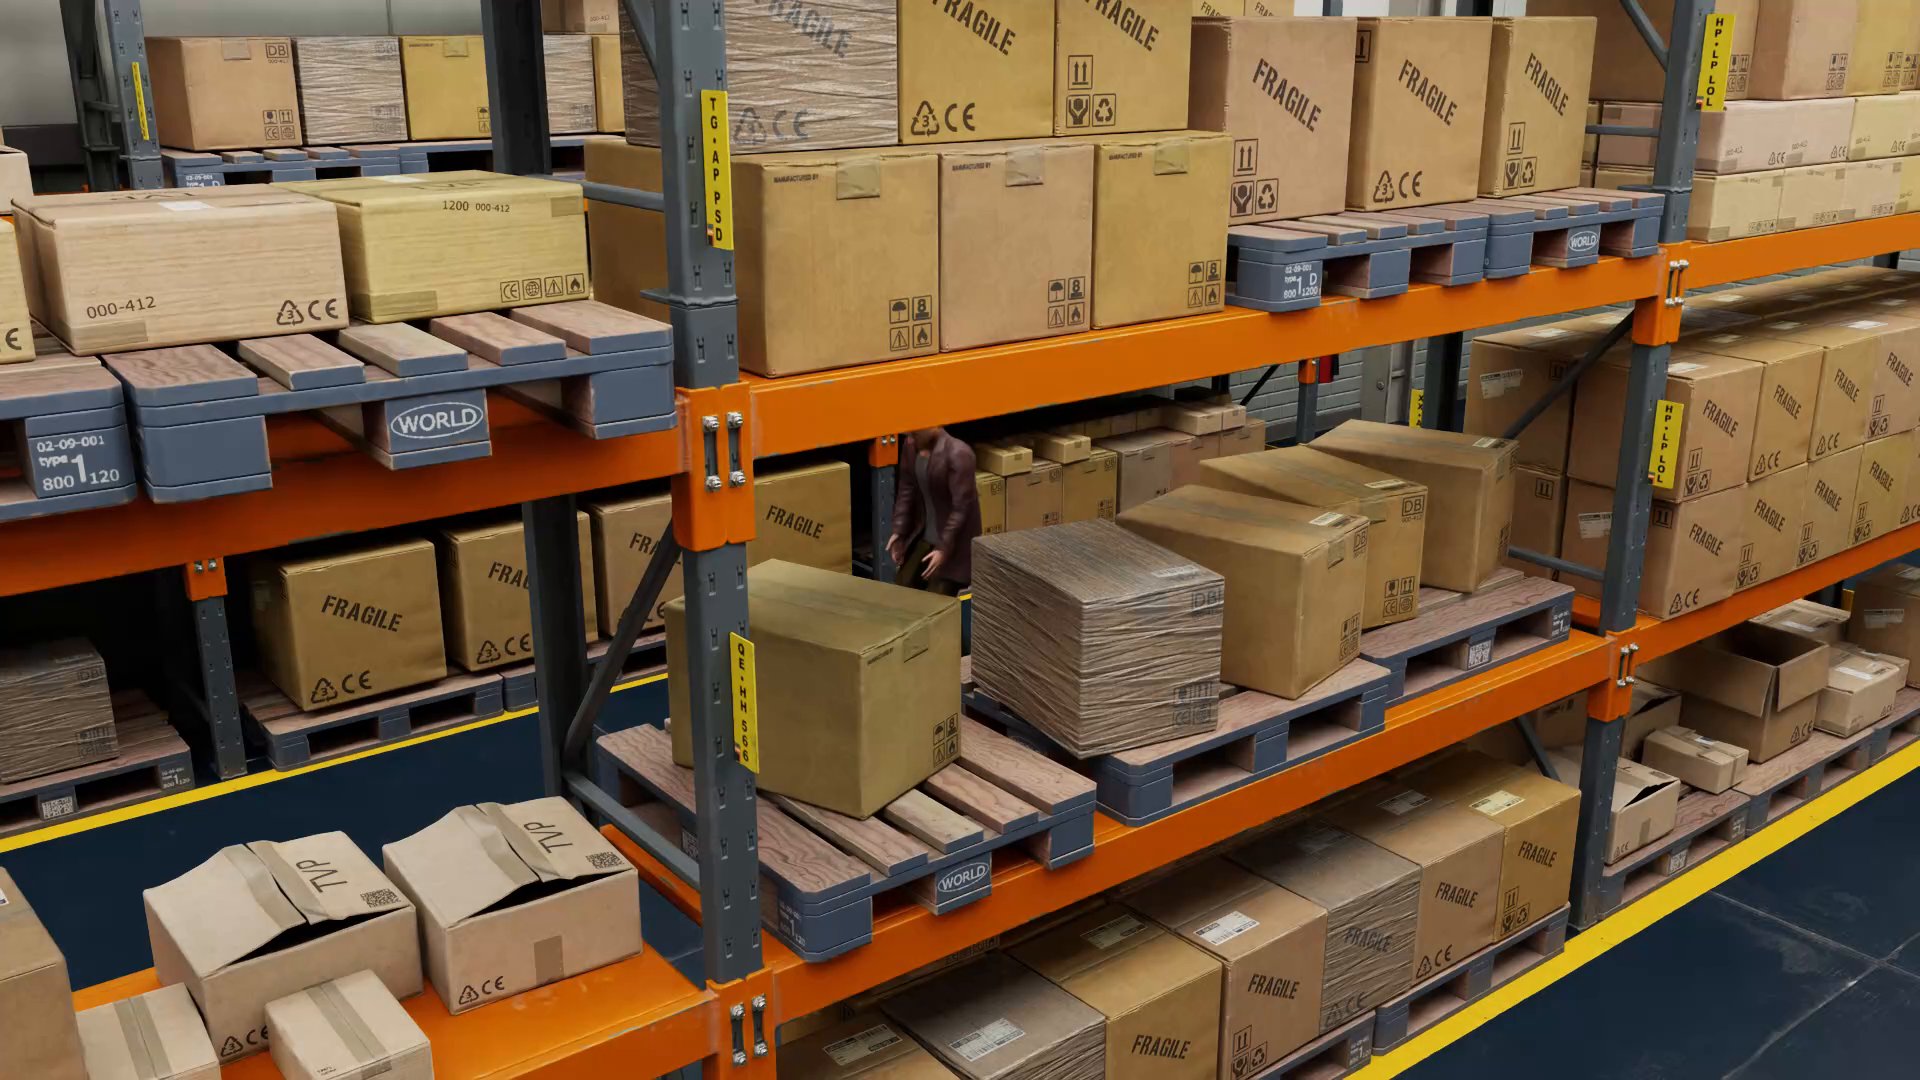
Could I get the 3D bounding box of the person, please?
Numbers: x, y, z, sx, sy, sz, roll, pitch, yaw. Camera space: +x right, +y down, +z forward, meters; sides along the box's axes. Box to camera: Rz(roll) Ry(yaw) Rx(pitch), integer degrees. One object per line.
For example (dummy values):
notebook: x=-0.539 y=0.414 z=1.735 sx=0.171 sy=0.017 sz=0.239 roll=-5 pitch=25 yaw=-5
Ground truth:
person: x=-0.119 y=0.016 z=9.264 sx=0.522 sy=1.644 sz=0.611 roll=-13 pitch=21 yaw=-35
